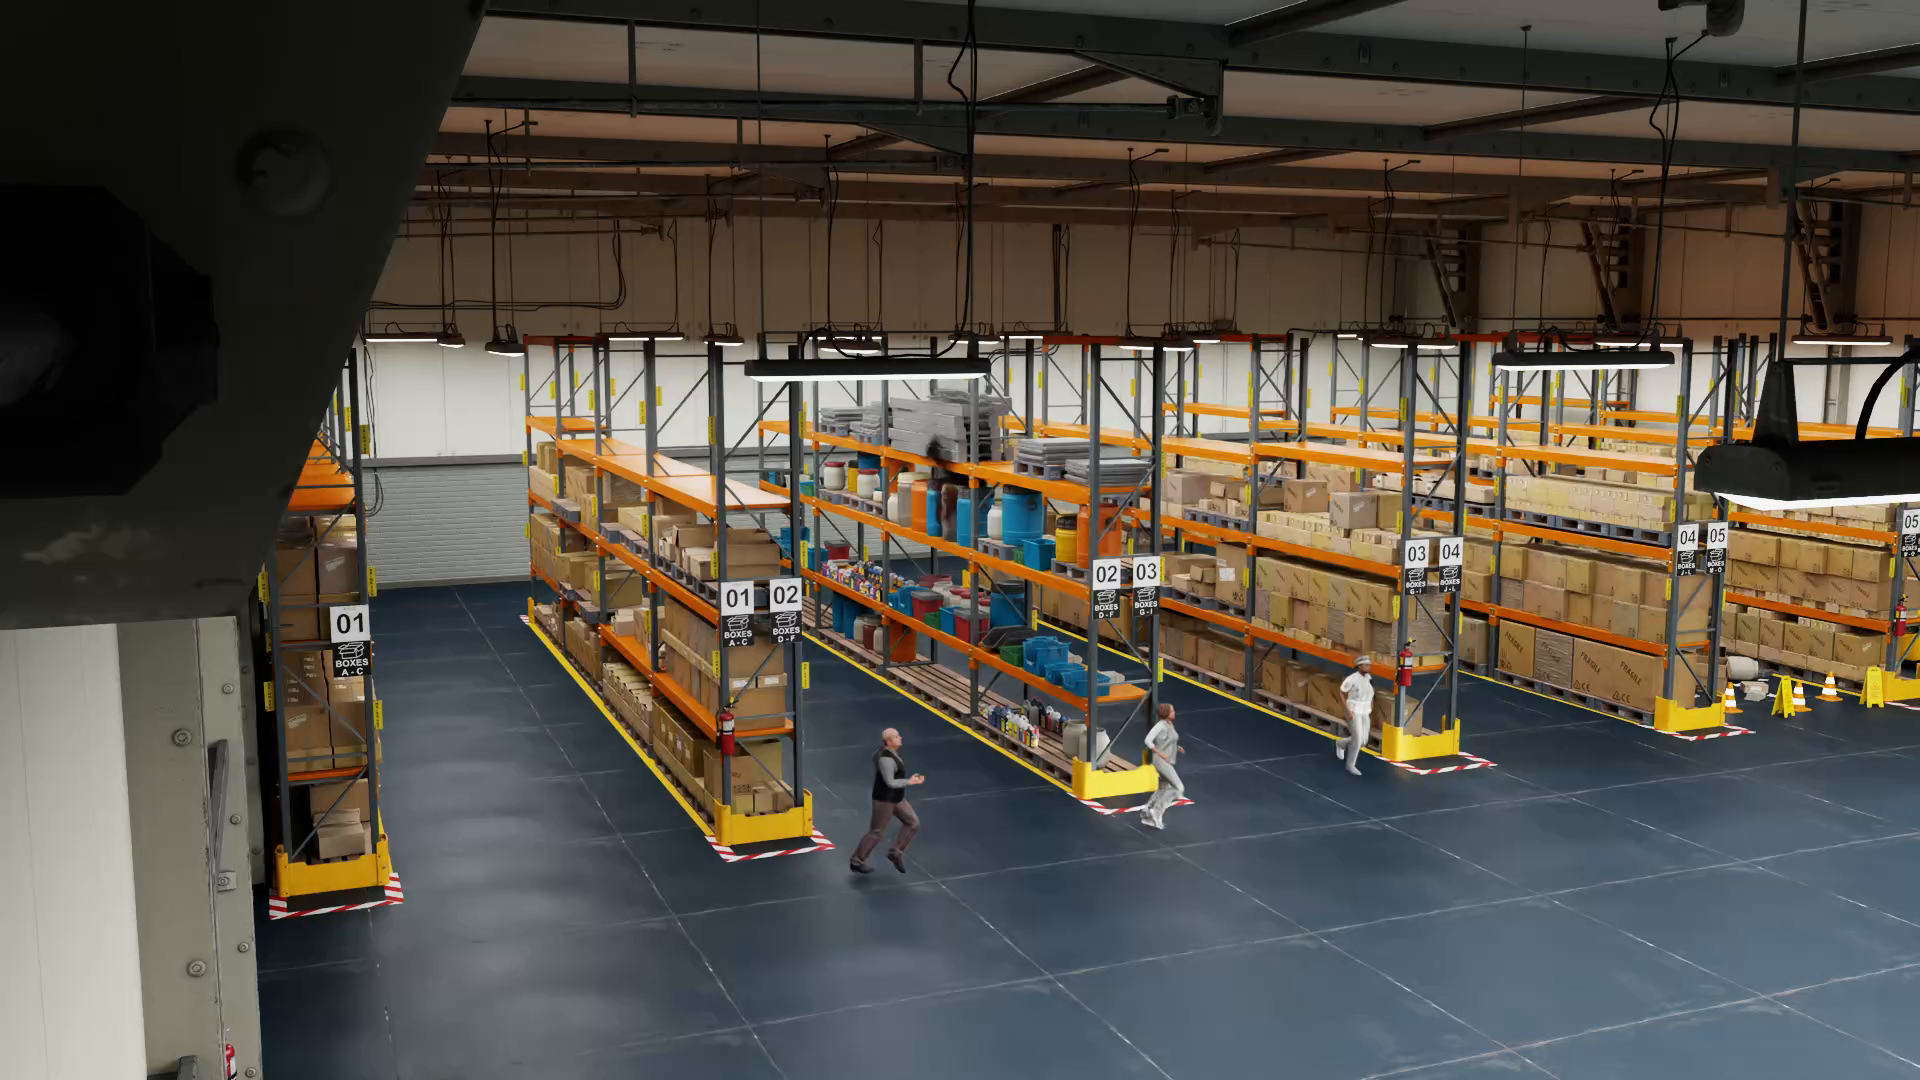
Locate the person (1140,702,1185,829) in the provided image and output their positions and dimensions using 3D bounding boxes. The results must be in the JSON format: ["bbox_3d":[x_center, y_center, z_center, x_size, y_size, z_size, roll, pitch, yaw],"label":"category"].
[{"bbox_3d":[2.544,2.799,20.734,0.546,1.563,0.567,2,8,18],"label":"person"}]

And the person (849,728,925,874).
[{"bbox_3d":[-0.814,2.975,18.922,0.865,1.730,0.666,1,8,9],"label":"person"}]

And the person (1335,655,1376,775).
[{"bbox_3d":[5.579,2.432,23.439,0.613,1.659,0.588,-5,9,-31],"label":"person"}]
